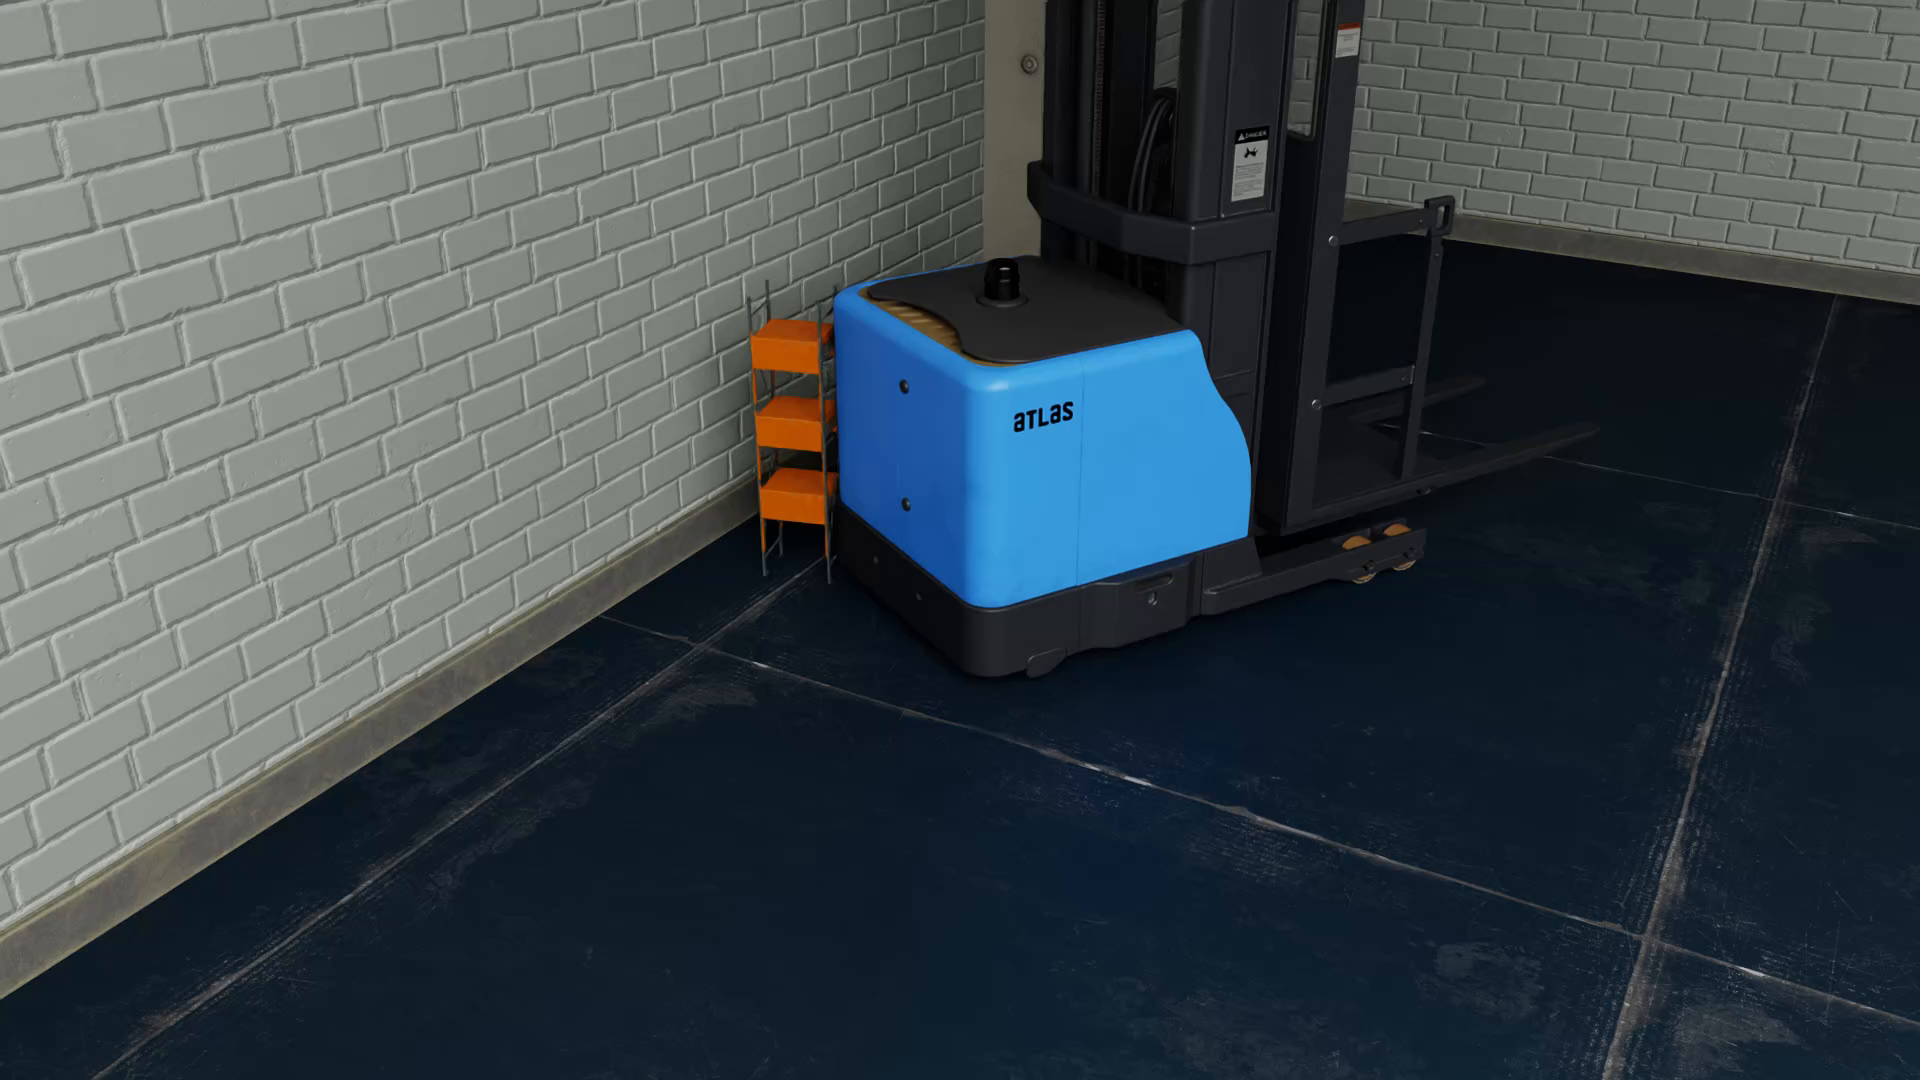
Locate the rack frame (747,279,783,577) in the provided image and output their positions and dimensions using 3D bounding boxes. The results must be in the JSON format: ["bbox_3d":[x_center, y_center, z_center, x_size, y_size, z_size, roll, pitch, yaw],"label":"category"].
[{"bbox_3d":[-0.681,-0.379,5.834,0.008,1.050,0.200,6,27,12],"label":"rack frame"}]

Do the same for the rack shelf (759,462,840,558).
[{"bbox_3d":[-0.562,-0.108,5.938,0.240,0.259,0.215,6,27,12],"label":"rack shelf"}]

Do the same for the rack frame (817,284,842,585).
[{"bbox_3d":[-0.444,-0.353,5.783,0.008,1.050,0.200,6,27,12],"label":"rack frame"}]

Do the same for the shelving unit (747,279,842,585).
[{"bbox_3d":[-0.562,-0.366,5.808,0.252,1.050,0.215,6,27,12],"label":"shelving unit"}]

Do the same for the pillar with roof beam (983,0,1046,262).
[{"bbox_3d":[4.081,-3.961,4.110,9.100,9.000,0.400,14,30,26],"label":"pillar with roof beam"}]

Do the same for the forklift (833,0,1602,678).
[{"bbox_3d":[1.095,-1.344,5.660,3.031,2.935,1.130,-15,30,-27],"label":"forklift"}]

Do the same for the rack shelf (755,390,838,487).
[{"bbox_3d":[-0.562,-0.357,5.813,0.240,0.259,0.215,6,27,12],"label":"rack shelf"}]

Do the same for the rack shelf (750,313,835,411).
[{"bbox_3d":[-0.562,-0.610,5.686,0.240,0.259,0.215,6,27,12],"label":"rack shelf"}]
